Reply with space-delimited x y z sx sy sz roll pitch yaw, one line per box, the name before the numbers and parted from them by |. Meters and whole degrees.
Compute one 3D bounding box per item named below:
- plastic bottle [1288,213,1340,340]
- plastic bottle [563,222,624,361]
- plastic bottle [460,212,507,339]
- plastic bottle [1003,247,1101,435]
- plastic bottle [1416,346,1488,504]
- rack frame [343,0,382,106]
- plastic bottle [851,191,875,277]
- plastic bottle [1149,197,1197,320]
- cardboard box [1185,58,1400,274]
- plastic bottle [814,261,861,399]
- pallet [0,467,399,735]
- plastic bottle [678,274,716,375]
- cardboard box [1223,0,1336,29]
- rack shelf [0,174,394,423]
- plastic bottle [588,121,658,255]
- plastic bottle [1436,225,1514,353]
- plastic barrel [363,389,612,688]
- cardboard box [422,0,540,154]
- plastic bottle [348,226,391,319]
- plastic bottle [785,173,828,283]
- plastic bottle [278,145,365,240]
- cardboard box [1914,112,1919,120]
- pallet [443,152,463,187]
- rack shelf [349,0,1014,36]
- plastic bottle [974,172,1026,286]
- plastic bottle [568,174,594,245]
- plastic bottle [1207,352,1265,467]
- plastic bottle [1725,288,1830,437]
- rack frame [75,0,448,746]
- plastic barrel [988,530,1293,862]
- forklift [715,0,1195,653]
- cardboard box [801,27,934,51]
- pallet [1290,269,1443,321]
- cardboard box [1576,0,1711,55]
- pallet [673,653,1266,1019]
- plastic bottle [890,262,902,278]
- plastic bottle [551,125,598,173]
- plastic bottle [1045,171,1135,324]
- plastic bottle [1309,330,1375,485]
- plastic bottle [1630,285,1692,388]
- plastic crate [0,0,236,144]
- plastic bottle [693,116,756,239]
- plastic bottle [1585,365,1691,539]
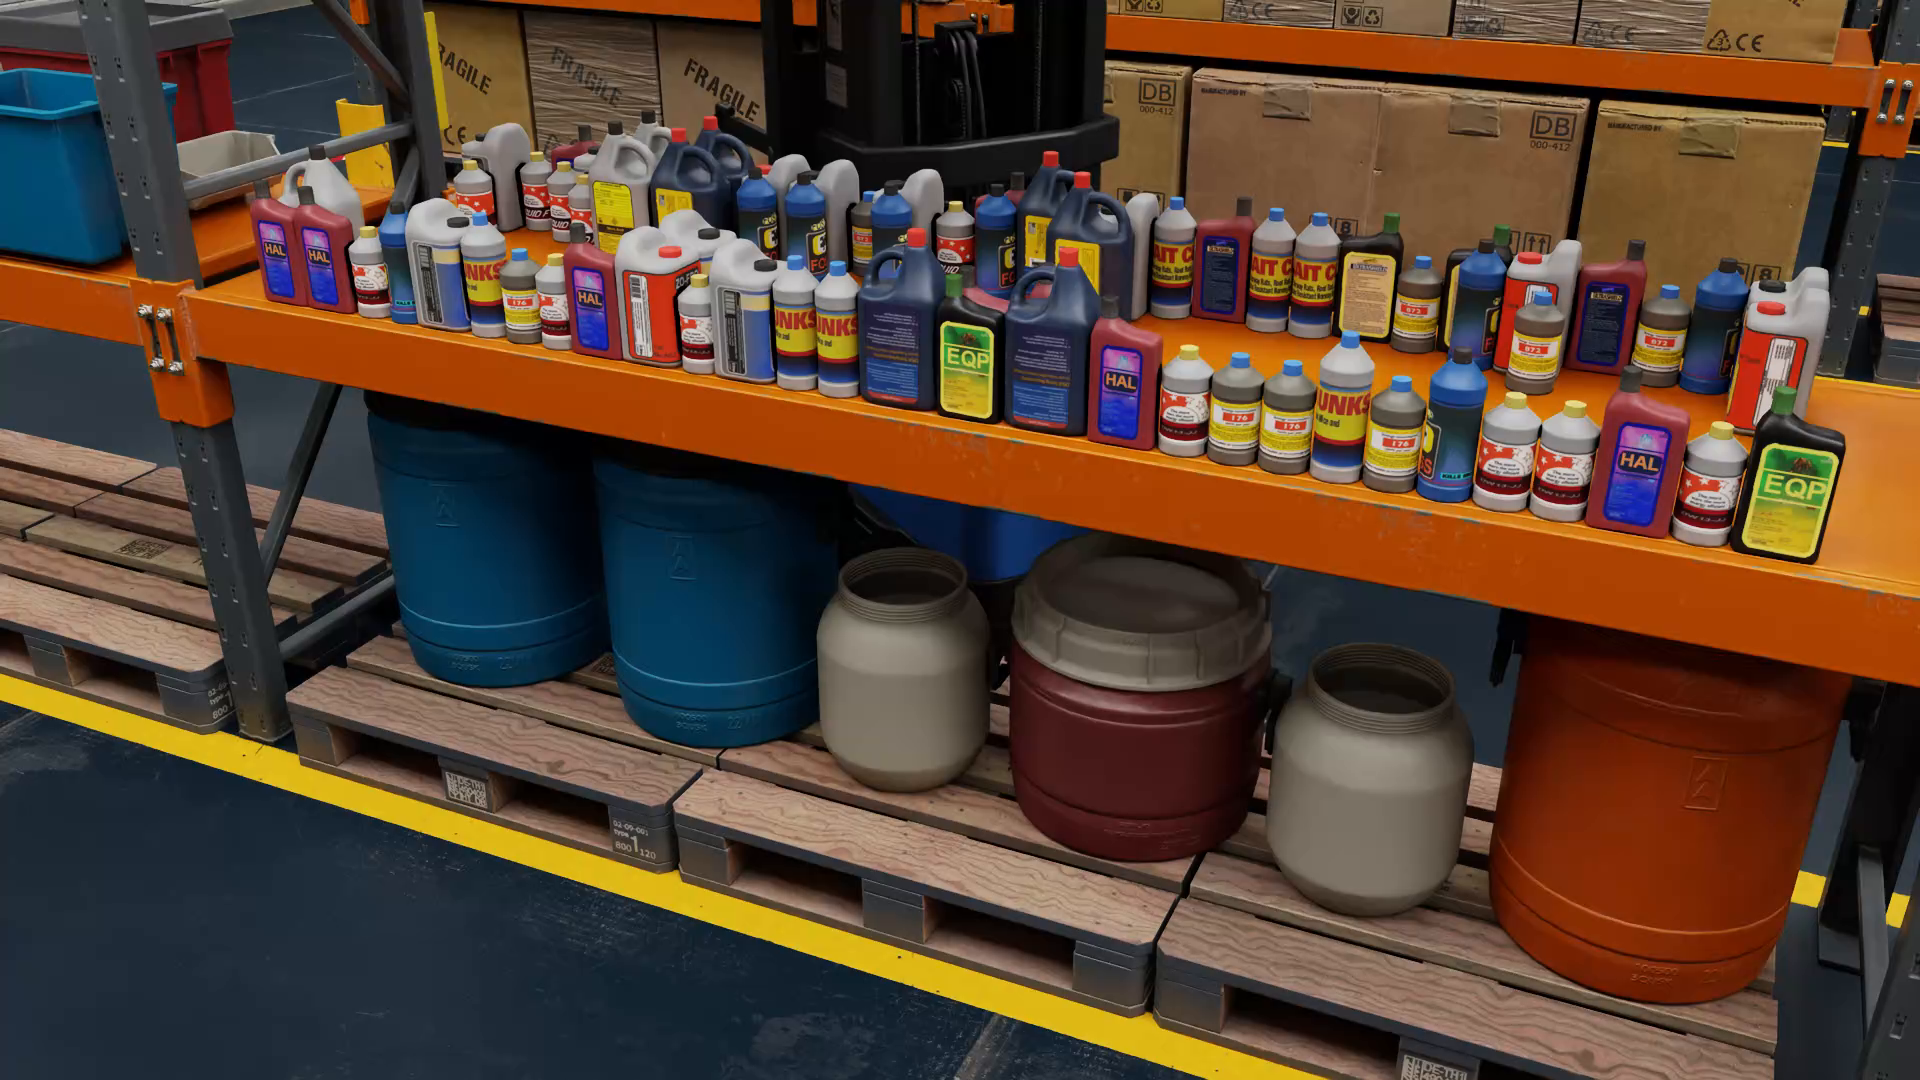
plastic bottle | 0.790 -0.591 3.701 0.097 0.271 0.097 0 26 0
plastic bottle | -0.779 -0.535 3.572 0.133 0.283 0.061 11 28 22
plastic bottle | -1.054 -0.593 3.705 0.097 0.271 0.097 0 26 0
plastic bottle | 0.184 -0.392 3.205 0.185 0.351 0.144 11 28 22
plastic bottle | 0.867 -0.207 2.921 0.097 0.271 0.097 0 26 0
rack frame | -3.336 -3.711 9.891 0.127 3.000 1.000 11 28 22
plastic bottle | -0.221 -0.763 4.128 0.097 0.201 0.097 0 26 0
plastic bottle | 0.491 -0.651 3.822 0.097 0.271 0.097 0 26 0
cardboard box | 1.710 -1.943 8.230 0.875 0.875 1.225 10 28 20
plastic bottle | -0.244 -0.431 3.374 0.097 0.271 0.097 0 26 0
pallet | -2.430 0.144 5.218 1.213 0.211 1.003 11 28 22
plastic bottle | -0.544 -0.459 3.512 0.097 0.201 0.097 0 26 0
cardboard box | 1.534 -2.656 7.636 0.500 0.500 0.500 11 28 21
rack shelf | -3.565 -1.031 5.262 4.000 0.370 1.077 11 28 22
plastic bottle | -0.832 -0.871 4.180 0.185 0.351 0.144 11 28 22
plastic bottle | 1.112 -0.541 3.584 0.133 0.283 0.061 11 28 22
plastic barrel | -1.256 -0.129 4.515 0.708 0.901 0.600 11 28 22
cardboard box | -2.720 -2.861 10.095 0.875 0.875 0.875 11 28 22
plastic bottle | -1.353 -0.622 3.842 0.097 0.201 0.097 0 26 0
plastic bottle | -0.373 -0.751 4.025 0.097 0.271 0.097 0 26 0
plastic bottle | -1.522 -0.764 3.961 0.185 0.351 0.144 11 28 22
cardboard box | 6.609 -3.255 11.038 0.750 0.750 1.050 11 28 21
pallet | -2.575 -2.345 10.274 1.213 0.211 1.003 11 28 22
rack shelf | -1.515 -3.022 9.307 4.000 0.370 1.077 11 28 22
plastic bottle | 0.103 -0.743 3.996 0.133 0.283 0.061 11 28 22
plastic bottle | -0.954 -0.836 4.278 0.097 0.201 0.097 0 26 0
plastic bottle | 0.513 -0.247 3.081 0.097 0.201 0.097 0 26 0
plastic bottle | 1.574 -0.349 3.203 0.135 0.276 0.152 11 28 22
rack frame | -1.745 -0.988 4.361 0.127 3.000 1.000 11 28 22
plastic barrel | 0.416 0.348 3.902 0.708 0.588 0.600 11 28 22
forklift | -0.245 -1.590 5.661 1.130 2.935 3.031 -14 29 -26
cardboard box | -0.262 -2.367 9.093 0.875 0.875 0.875 11 28 22
pallet | 2.154 -1.395 8.345 1.213 0.211 1.003 11 28 22
cardboard box | 2.944 -2.377 7.069 0.500 0.500 0.500 11 28 21
pallet | 0.055 0.643 4.204 1.213 0.211 1.003 11 28 22
plastic bottle | -0.096 -0.471 3.456 0.097 0.271 0.097 0 26 0
plastic bottle | -1.023 -0.969 4.455 0.133 0.283 0.061 11 28 22
plastic bottle | 0.290 -0.642 3.714 0.185 0.351 0.144 11 28 22
plastic bottle | 0.690 -0.243 2.993 0.097 0.271 0.097 0 26 0
plastic bottle | 1.454 -0.426 3.445 0.097 0.201 0.097 0 26 0
plastic crate | -2.454 -1.308 4.870 0.583 0.464 0.402 11 28 22
plastic bottle | -0.604 -0.895 4.229 0.185 0.351 0.144 11 28 22
plastic bottle | 1.142 -0.149 2.788 0.133 0.283 0.061 11 28 22
